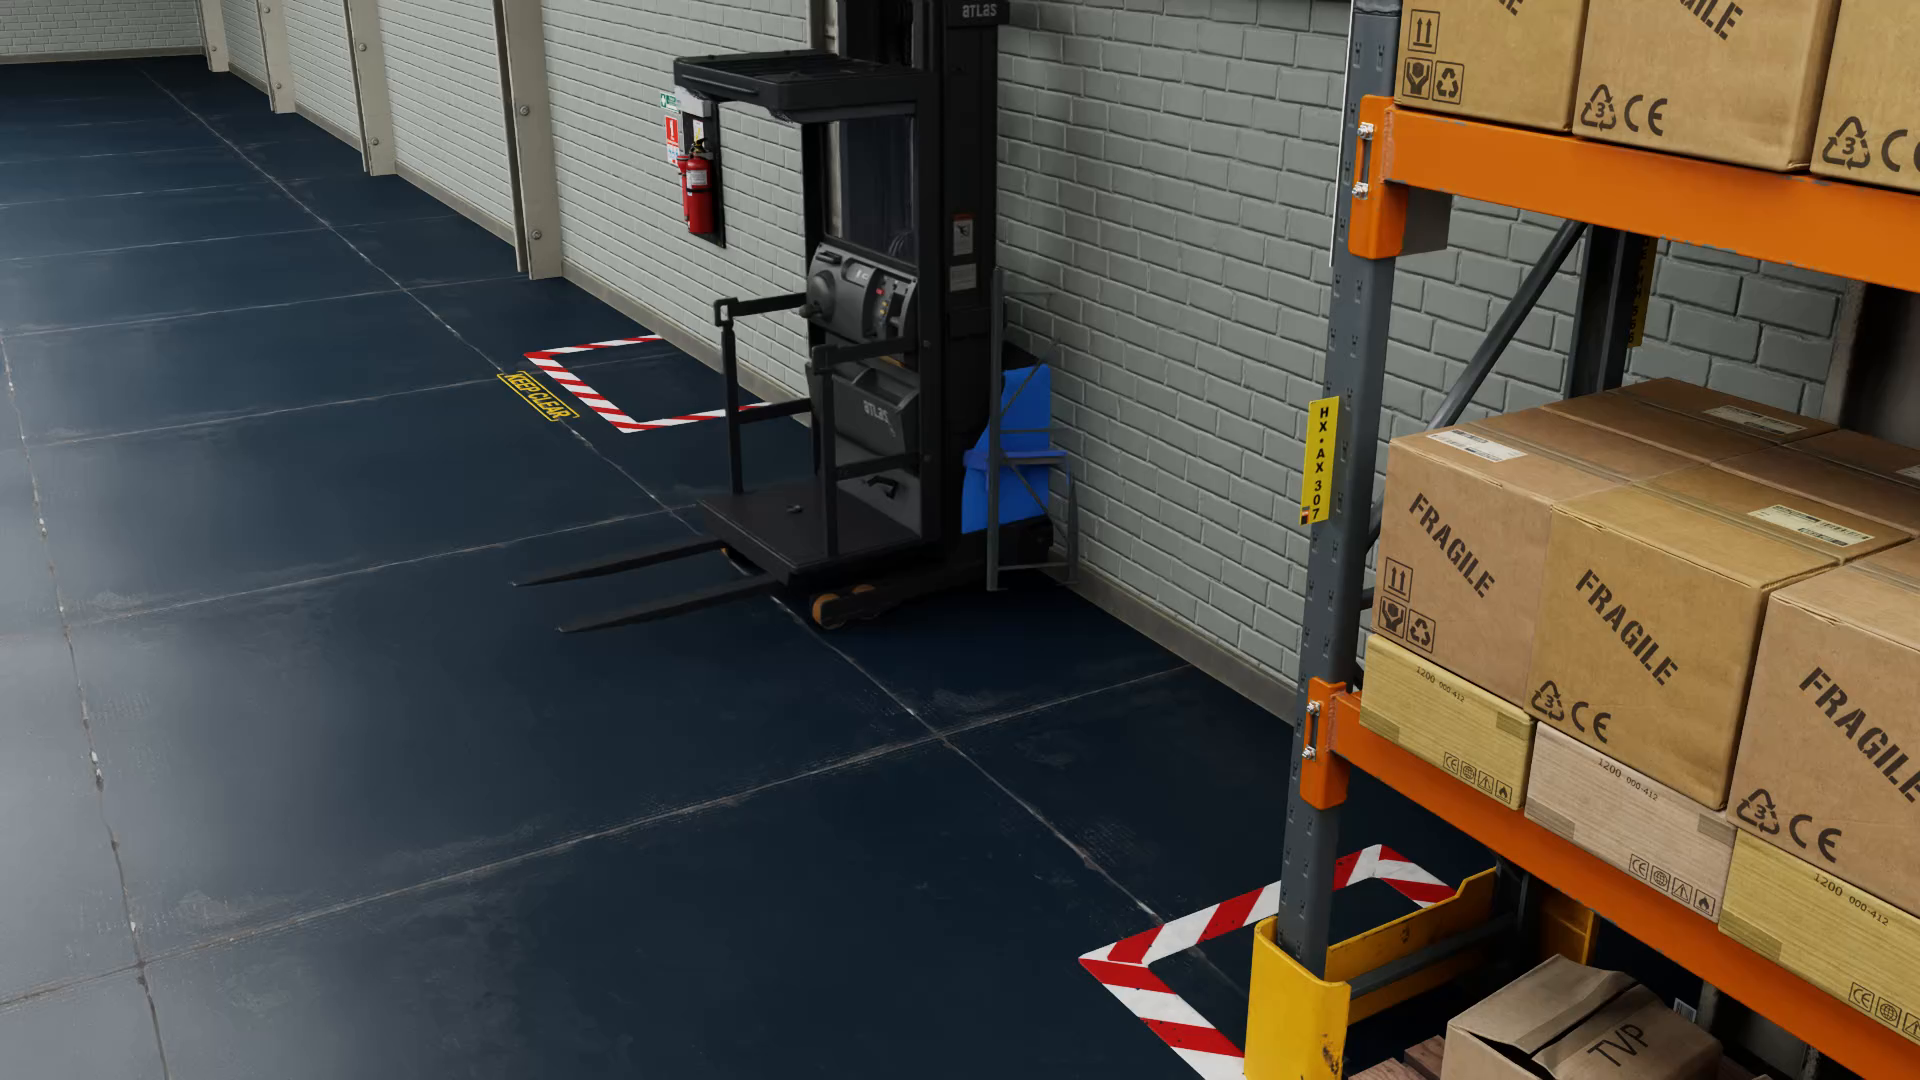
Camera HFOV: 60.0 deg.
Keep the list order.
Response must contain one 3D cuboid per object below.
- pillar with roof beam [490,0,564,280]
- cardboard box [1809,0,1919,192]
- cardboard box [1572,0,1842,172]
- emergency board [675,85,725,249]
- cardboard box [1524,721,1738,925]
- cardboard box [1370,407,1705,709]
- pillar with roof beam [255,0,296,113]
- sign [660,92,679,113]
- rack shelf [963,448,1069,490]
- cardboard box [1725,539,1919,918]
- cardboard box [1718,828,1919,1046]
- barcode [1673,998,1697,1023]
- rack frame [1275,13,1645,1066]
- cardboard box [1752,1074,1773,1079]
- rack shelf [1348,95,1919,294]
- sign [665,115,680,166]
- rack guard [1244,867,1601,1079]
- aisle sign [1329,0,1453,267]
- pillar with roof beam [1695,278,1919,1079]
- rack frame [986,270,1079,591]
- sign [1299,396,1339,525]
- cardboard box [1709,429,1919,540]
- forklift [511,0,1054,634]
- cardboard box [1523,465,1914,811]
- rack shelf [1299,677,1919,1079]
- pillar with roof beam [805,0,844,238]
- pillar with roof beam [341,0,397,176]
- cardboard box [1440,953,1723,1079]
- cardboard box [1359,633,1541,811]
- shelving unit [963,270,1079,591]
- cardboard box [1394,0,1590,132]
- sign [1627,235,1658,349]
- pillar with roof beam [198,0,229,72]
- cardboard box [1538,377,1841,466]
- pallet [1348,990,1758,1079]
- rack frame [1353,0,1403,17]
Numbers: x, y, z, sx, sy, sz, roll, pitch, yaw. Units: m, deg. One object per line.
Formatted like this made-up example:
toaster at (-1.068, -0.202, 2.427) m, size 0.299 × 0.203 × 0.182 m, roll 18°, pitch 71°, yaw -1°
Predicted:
pillar with roof beam at (-7.361, -5.676, 10.825) m, size 9.100 × 9.000 × 0.400 m, roll -13°, pitch 25°, yaw -28°
cardboard box at (1.836, -0.841, 2.755) m, size 0.500 × 0.500 × 0.500 m, roll -11°, pitch 25°, yaw -26°
cardboard box at (1.568, -1.009, 3.166) m, size 0.500 × 0.500 × 0.500 m, roll -11°, pitch 24°, yaw -25°
emergency board at (-1.825, -2.590, 11.200) m, size 0.194 × 1.169 × 0.643 m, roll -13°, pitch 25°, yaw -28°
cardboard box at (1.622, 0.544, 3.662) m, size 0.500 × 0.250 × 0.500 m, roll -13°, pitch 26°, yaw -30°
cardboard box at (1.354, 0.025, 3.944) m, size 0.500 × 0.500 × 0.500 m, roll -13°, pitch 25°, yaw -28°
pillar with roof beam at (-13.491, -9.560, 20.382) m, size 9.100 × 9.000 × 0.400 m, roll -13°, pitch 25°, yaw -28°
sign at (-2.024, -3.048, 11.574) m, size 0.001 × 0.109 × 0.331 m, roll -13°, pitch 25°, yaw -28°
rack shelf at (0.101, -0.399, 8.365) m, size 0.538 × 0.185 × 1.000 m, roll -4°, pitch 9°, yaw -30°
cardboard box at (1.856, 0.355, 3.131) m, size 0.500 × 0.500 × 0.500 m, roll -14°, pitch 26°, yaw -30°
cardboard box at (1.877, 0.710, 3.253) m, size 0.500 × 0.250 × 0.500 m, roll -13°, pitch 26°, yaw -29°
barcode at (1.997, 1.307, 4.586) m, size 0.001 × 0.075 × 0.075 m, roll -13°, pitch 25°, yaw -28°
rack frame at (1.368, 0.100, 4.583) m, size 1.000 × 3.000 × 0.127 m, roll -13°, pitch 25°, yaw -28°
cardboard box at (1.935, 1.567, 3.959) m, size 0.500 × 0.311 × 0.500 m, roll -10°, pitch 24°, yaw -24°
rack shelf at (2.390, -0.309, 2.561) m, size 1.077 × 0.370 × 4.000 m, roll -13°, pitch 25°, yaw -28°
sign at (-2.019, -2.805, 11.682) m, size 0.001 × 0.329 × 0.234 m, roll -13°, pitch 25°, yaw -28°
rack guard at (1.407, 1.282, 4.993) m, size 1.175 × 0.500 × 0.348 m, roll -13°, pitch 25°, yaw -28°
aisle sign at (1.073, -1.070, 4.009) m, size 0.394 × 0.787 × 0.004 m, roll -13°, pitch 25°, yaw -28°
pillar with roof beam at (-1.232, -1.791, 1.268) m, size 9.100 × 9.000 × 0.400 m, roll -13°, pitch 25°, yaw -28°
rack frame at (0.360, -0.516, 7.907) m, size 0.500 × 1.500 × 0.032 m, roll -4°, pitch 9°, yaw -30°
sign at (0.902, -0.197, 4.163) m, size 0.100 × 0.325 × 0.005 m, roll -13°, pitch 25°, yaw -28°
cardboard box at (2.040, 0.089, 3.786) m, size 0.500 × 0.500 × 0.500 m, roll -12°, pitch 25°, yaw -28°
forklift at (-0.644, -1.166, 7.787) m, size 3.031 × 2.935 × 1.130 m, roll -14°, pitch 26°, yaw -30°
cardboard box at (1.597, 0.187, 3.546) m, size 0.500 × 0.500 × 0.500 m, roll -13°, pitch 25°, yaw -28°
rack shelf at (2.390, 1.080, 3.126) m, size 1.077 × 0.370 × 4.000 m, roll -13°, pitch 25°, yaw -28°
pillar with roof beam at (-4.297, -3.734, 6.047) m, size 9.100 × 9.000 × 0.400 m, roll -13°, pitch 25°, yaw -28°
pillar with roof beam at (-10.426, -7.618, 15.604) m, size 9.100 × 9.000 × 0.400 m, roll -13°, pitch 25°, yaw -28°
cardboard box at (1.644, 1.383, 4.413) m, size 0.500 × 0.311 × 0.500 m, roll -16°, pitch 27°, yaw -34°
cardboard box at (1.344, 0.379, 4.069) m, size 0.500 × 0.250 × 0.500 m, roll -13°, pitch 26°, yaw -30°
shelving unit at (0.104, -0.578, 8.341) m, size 0.538 × 1.500 × 1.048 m, roll -4°, pitch 9°, yaw -30°
cardboard box at (1.324, -1.189, 3.611) m, size 0.500 × 0.500 × 0.500 m, roll -12°, pitch 25°, yaw -27°
sign at (1.855, -0.684, 4.552) m, size 0.100 × 0.325 × 0.005 m, roll -13°, pitch 25°, yaw -28°
pillar with roof beam at (-16.556, -11.503, 25.161) m, size 9.100 × 9.000 × 0.400 m, roll -13°, pitch 25°, yaw -28°
cardboard box at (1.792, -0.076, 4.192) m, size 0.500 × 0.500 × 0.500 m, roll -13°, pitch 25°, yaw -29°
pallet at (1.791, 1.686, 4.384) m, size 1.003 × 0.211 × 1.213 m, roll -13°, pitch 25°, yaw -28°
rack frame at (1.368, -2.680, 3.453) m, size 1.000 × 3.000 × 0.127 m, roll -13°, pitch 25°, yaw -28°
